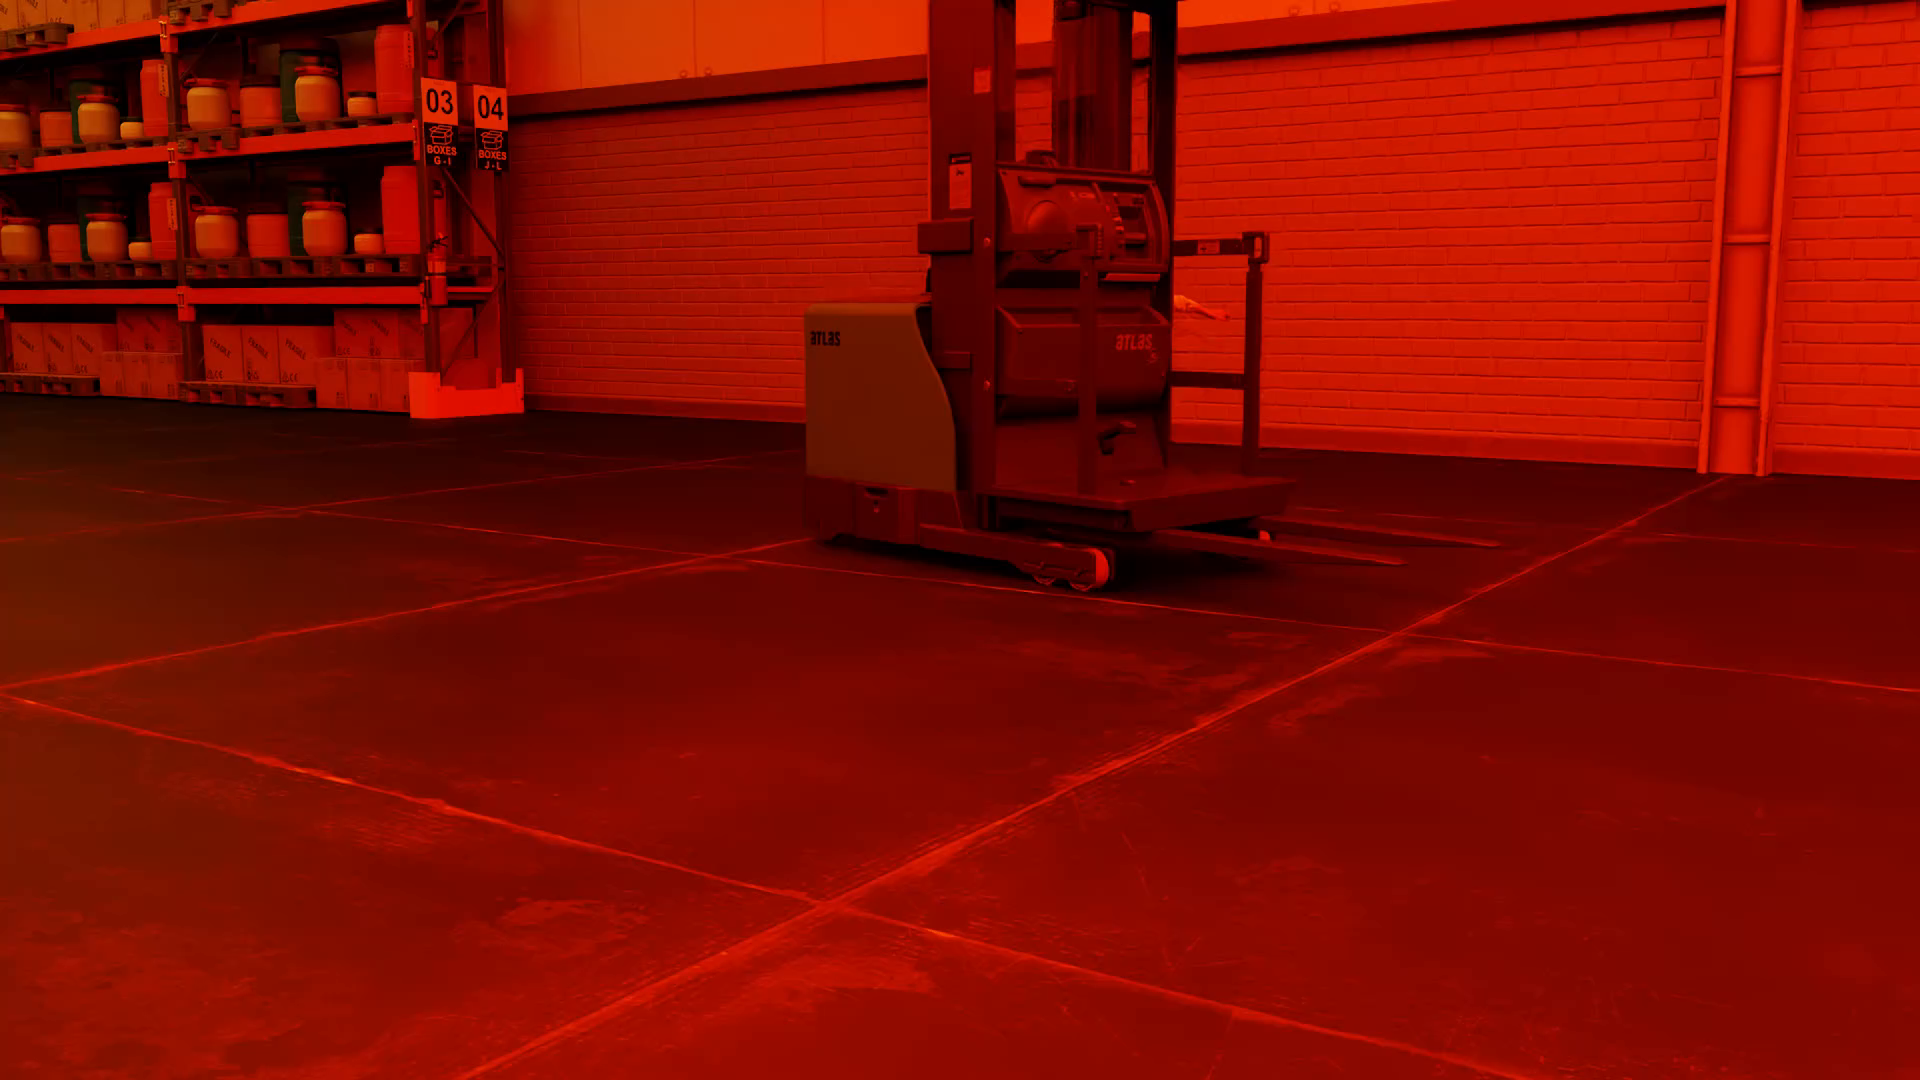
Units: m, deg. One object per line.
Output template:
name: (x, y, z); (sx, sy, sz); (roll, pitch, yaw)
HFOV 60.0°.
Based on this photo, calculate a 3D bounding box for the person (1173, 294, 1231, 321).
person: (0.855, -0.713, 7.879); (1.131, 1.204, 0.748); (-1, 8, -10)

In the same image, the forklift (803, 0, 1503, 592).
forklift: (0.658, -1.338, 6.602); (1.130, 2.935, 3.031); (-7, 11, -42)
